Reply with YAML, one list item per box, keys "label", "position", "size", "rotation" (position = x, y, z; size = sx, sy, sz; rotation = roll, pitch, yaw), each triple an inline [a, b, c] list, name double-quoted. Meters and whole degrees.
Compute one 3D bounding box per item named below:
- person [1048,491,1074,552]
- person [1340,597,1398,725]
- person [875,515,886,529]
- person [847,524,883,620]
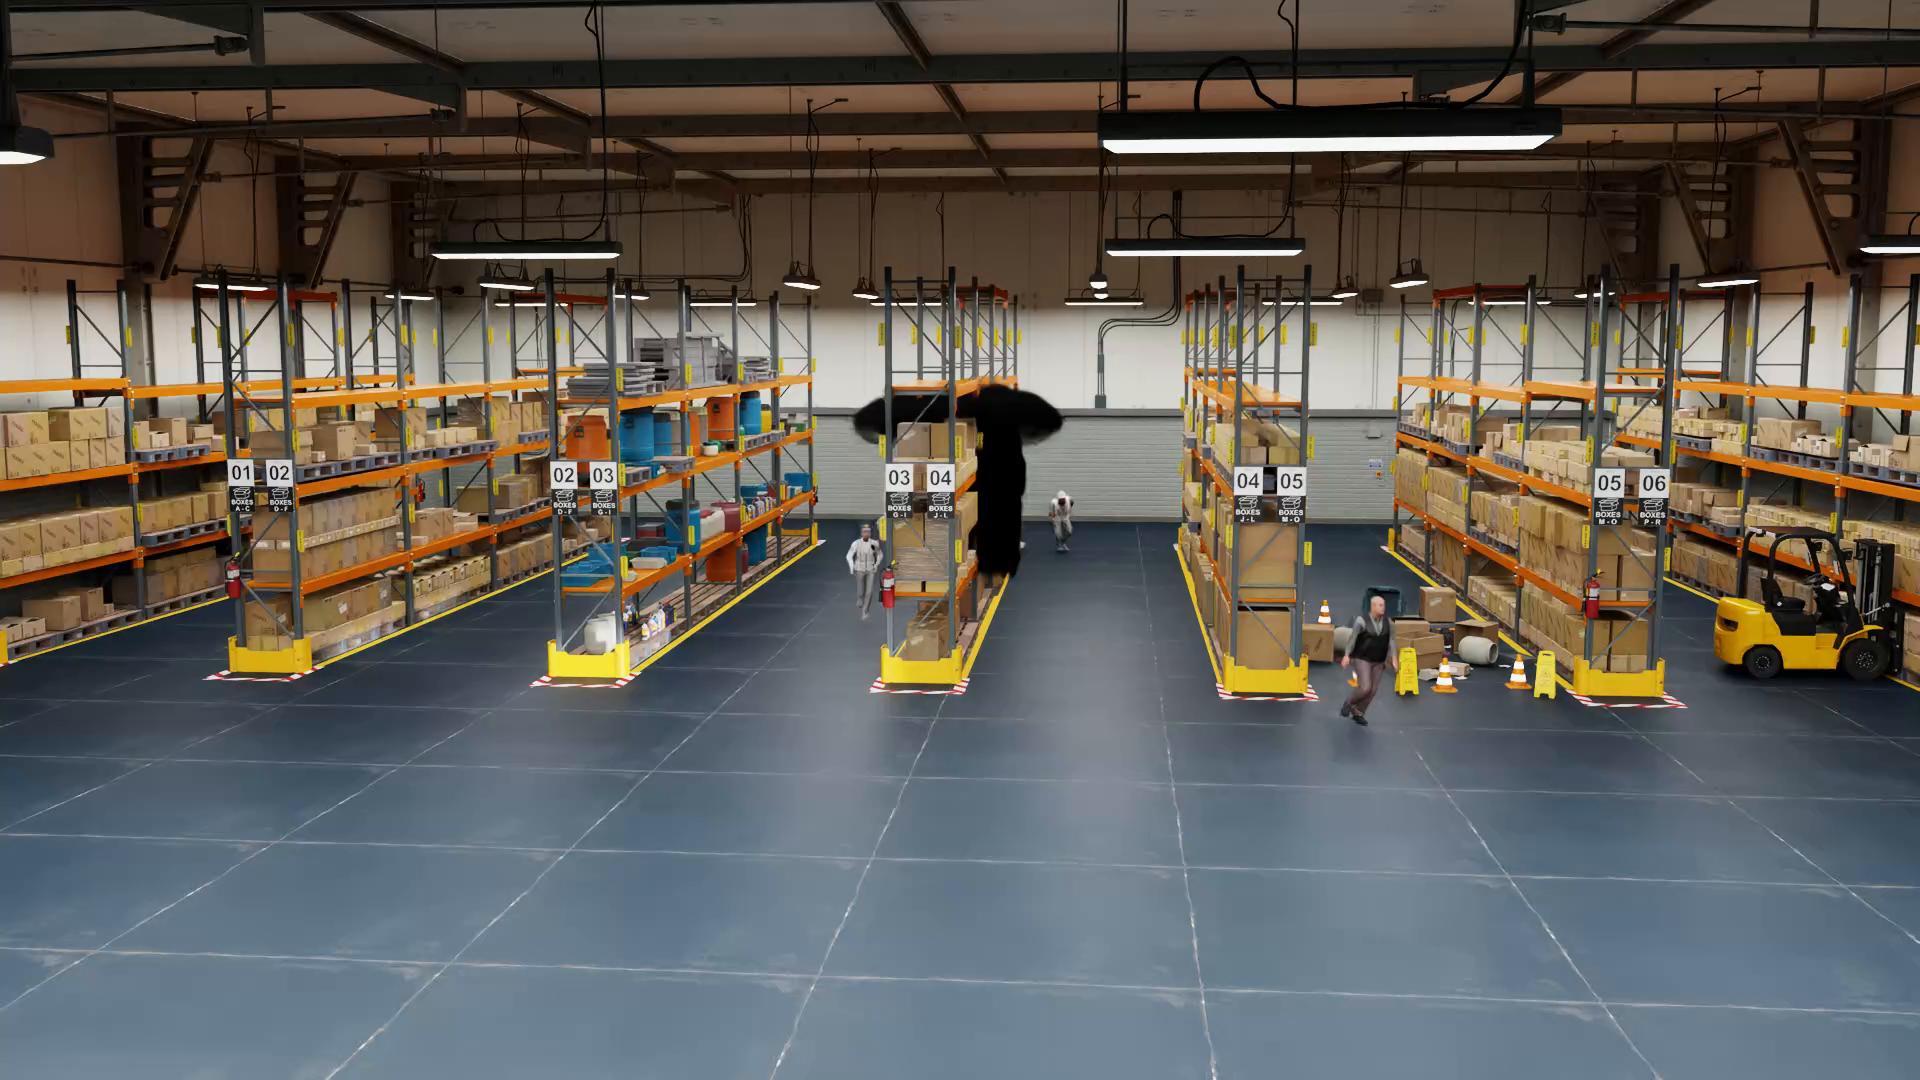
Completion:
- label: "person"
  position: [2.366, -0.439, 38.729]
  size: [0.698, 1.488, 0.974]
  rotation: [-1, 7, -11]
- label: "person"
  position: [5.306, 1.563, 21.509]
  size: [0.645, 1.700, 0.566]
  rotation: [-3, 7, -20]
- label: "person"
  position: [-1.655, -0.969, 42.336]
  size: [1.045, 1.732, 0.691]
  rotation: [1, 7, 5]
- label: "person"
  position: [-1.636, 0.527, 28.743]
  size: [0.631, 1.651, 0.584]
  rotation: [-1, 7, -8]
